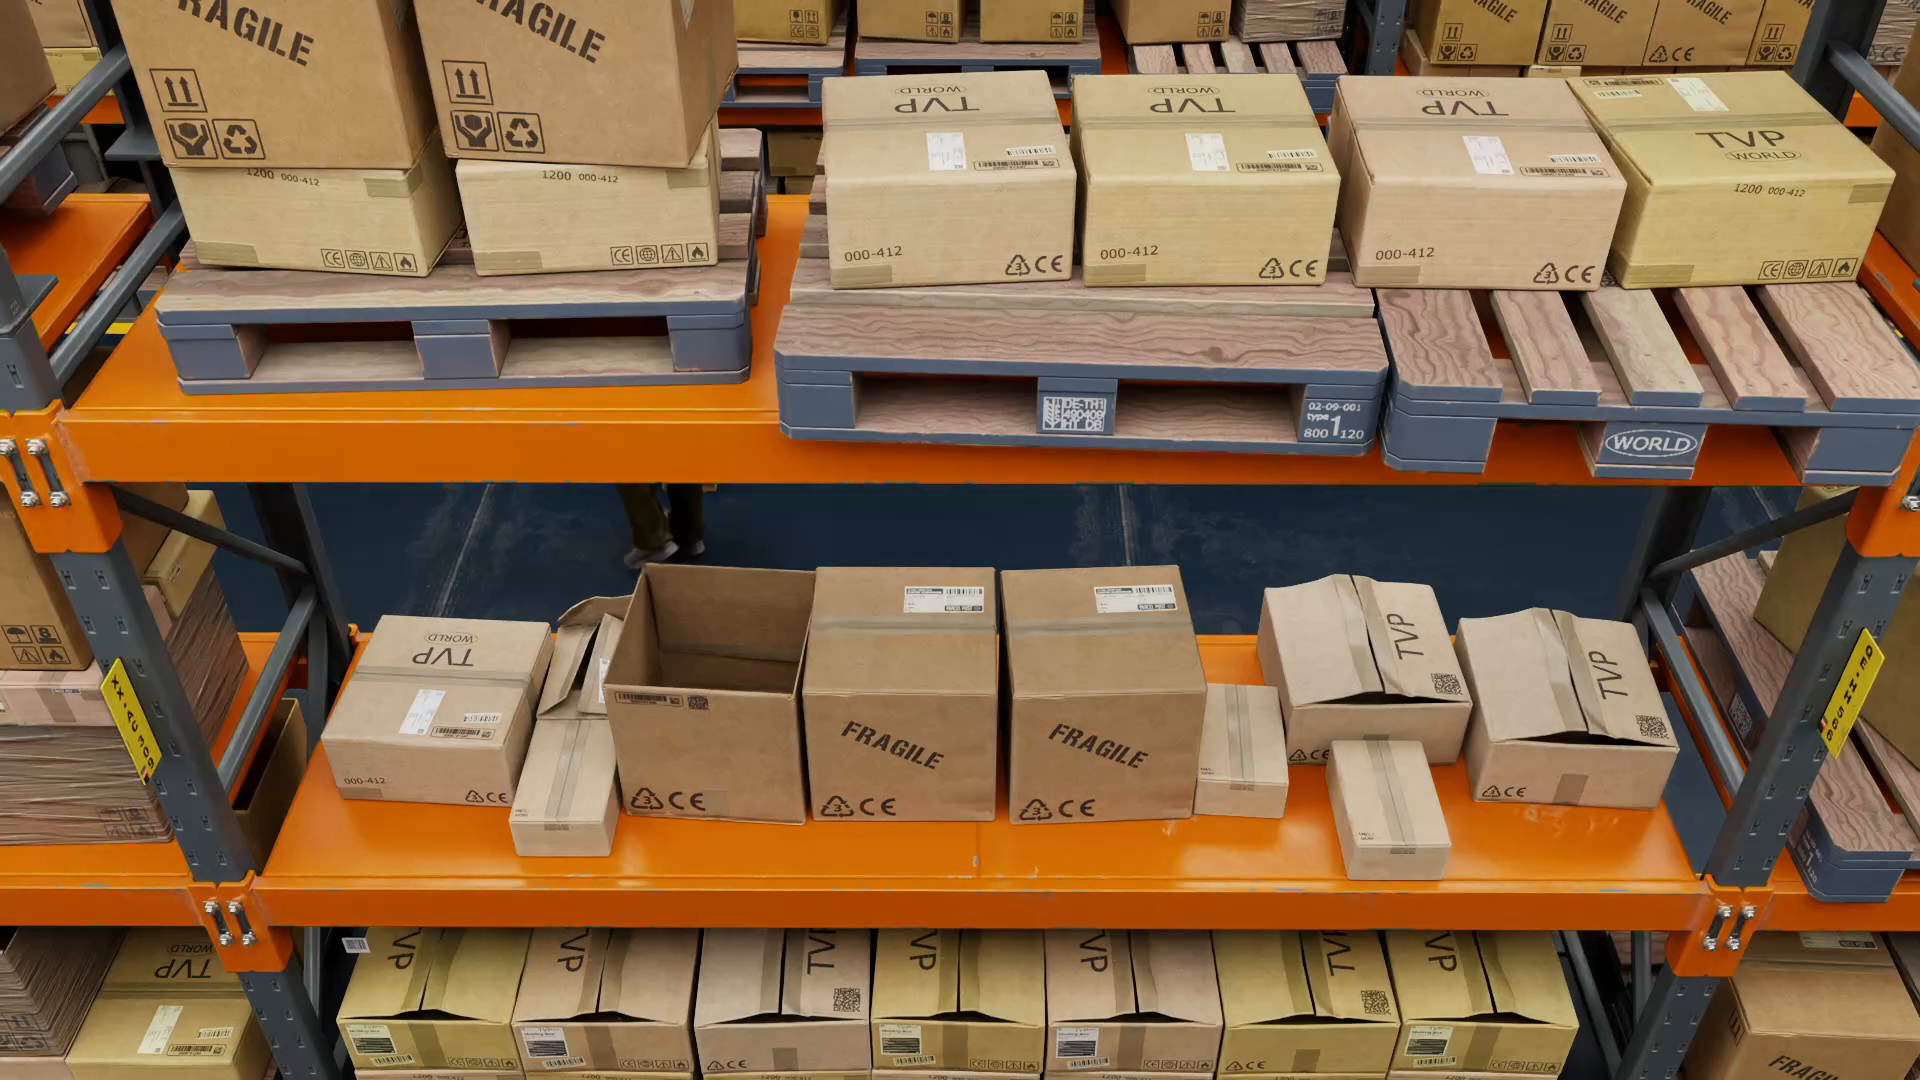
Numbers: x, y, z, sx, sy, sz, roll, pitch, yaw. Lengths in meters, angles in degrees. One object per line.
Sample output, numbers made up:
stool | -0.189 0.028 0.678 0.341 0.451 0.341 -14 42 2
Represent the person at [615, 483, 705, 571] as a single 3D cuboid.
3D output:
person | -1.286 -0.632 6.962 0.623 1.830 0.505 -20 43 -23
